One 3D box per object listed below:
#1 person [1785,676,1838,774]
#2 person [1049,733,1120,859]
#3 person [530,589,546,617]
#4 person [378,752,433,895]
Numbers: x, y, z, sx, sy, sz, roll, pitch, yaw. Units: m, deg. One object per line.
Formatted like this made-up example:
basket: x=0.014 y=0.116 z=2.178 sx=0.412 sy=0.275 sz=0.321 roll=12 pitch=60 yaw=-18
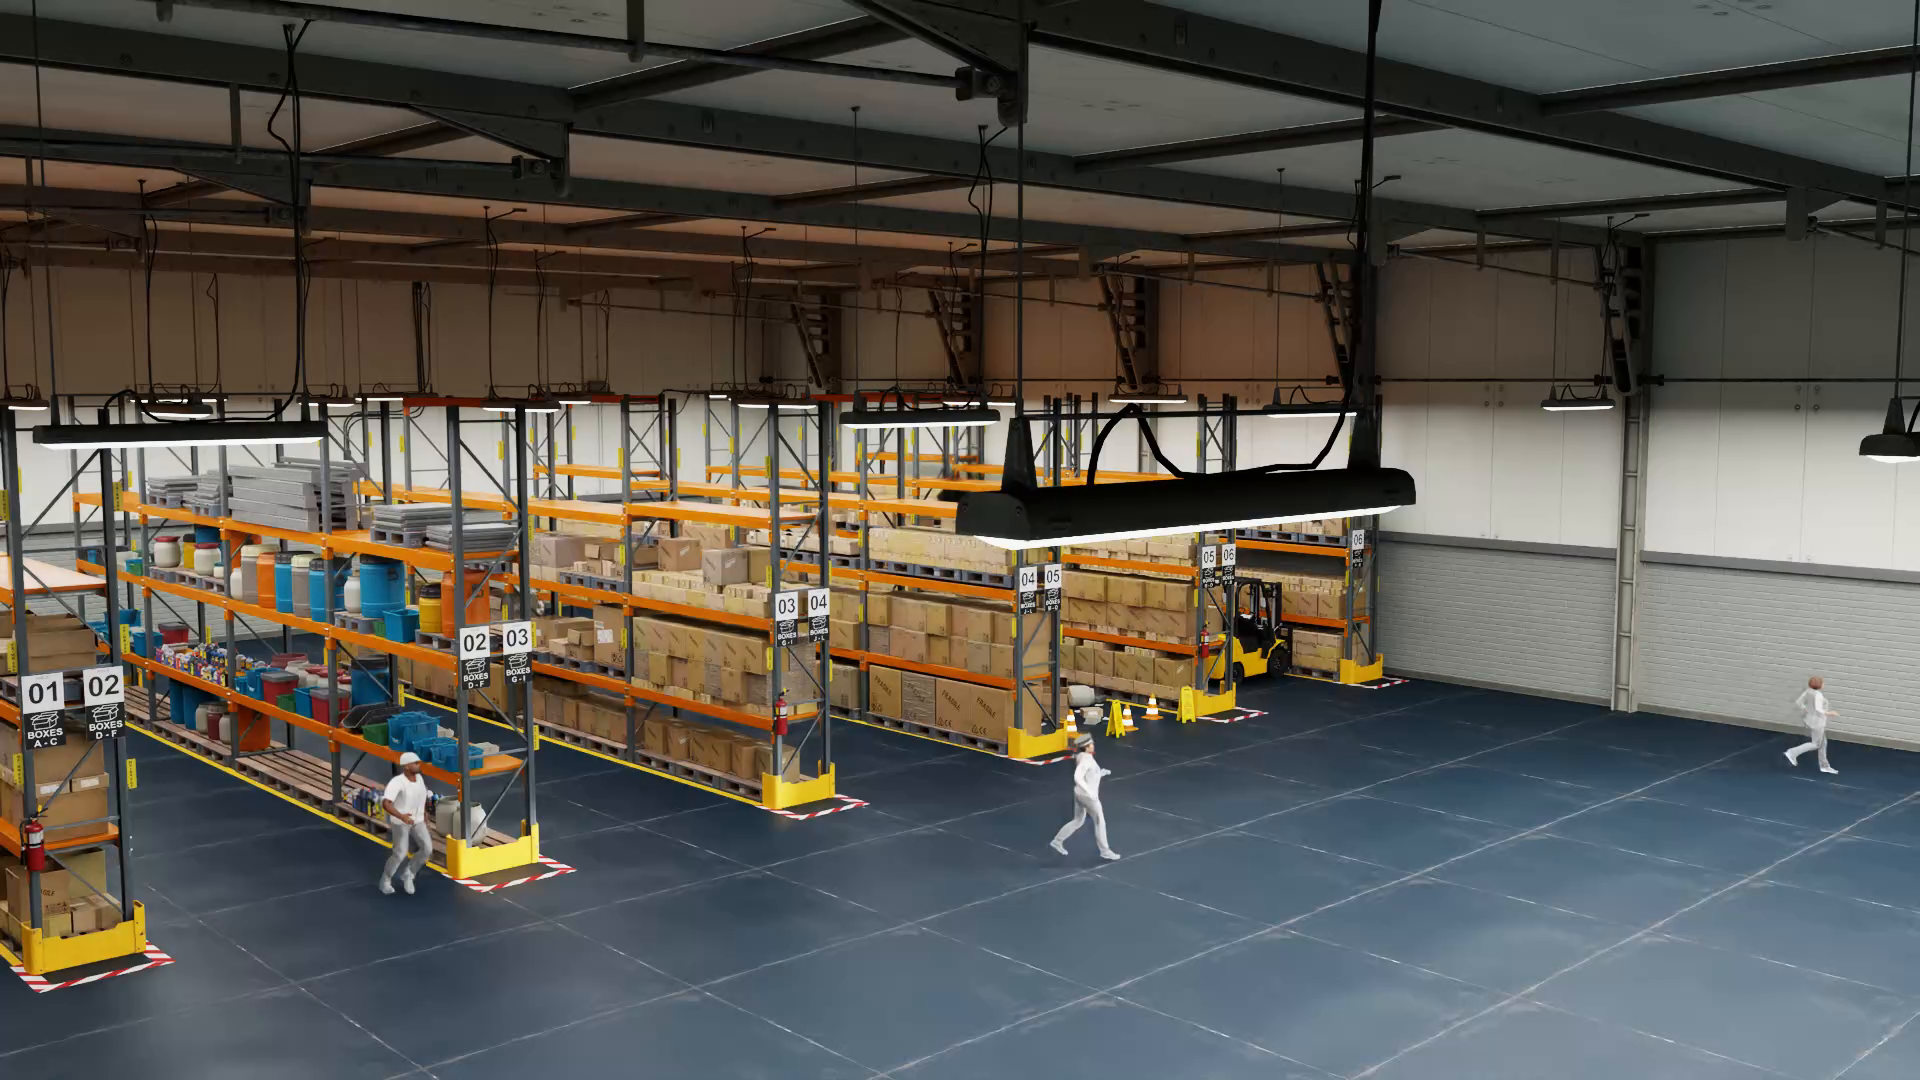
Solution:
person: x=13.682 y=2.966 z=26.673 sx=0.839 sy=1.585 sz=0.538 roll=1 pitch=6 yaw=7
person: x=1.650 y=3.361 z=21.775 sx=0.938 sy=1.684 sz=0.591 roll=-1 pitch=6 yaw=-14
person: x=-9.526 y=1.935 z=37.045 sx=0.588 sy=1.705 sz=0.744 roll=-4 pitch=7 yaw=-35
person: x=-6.800 y=3.492 z=20.539 sx=0.631 sy=1.738 sz=0.748 roll=3 pitch=6 yaw=28
